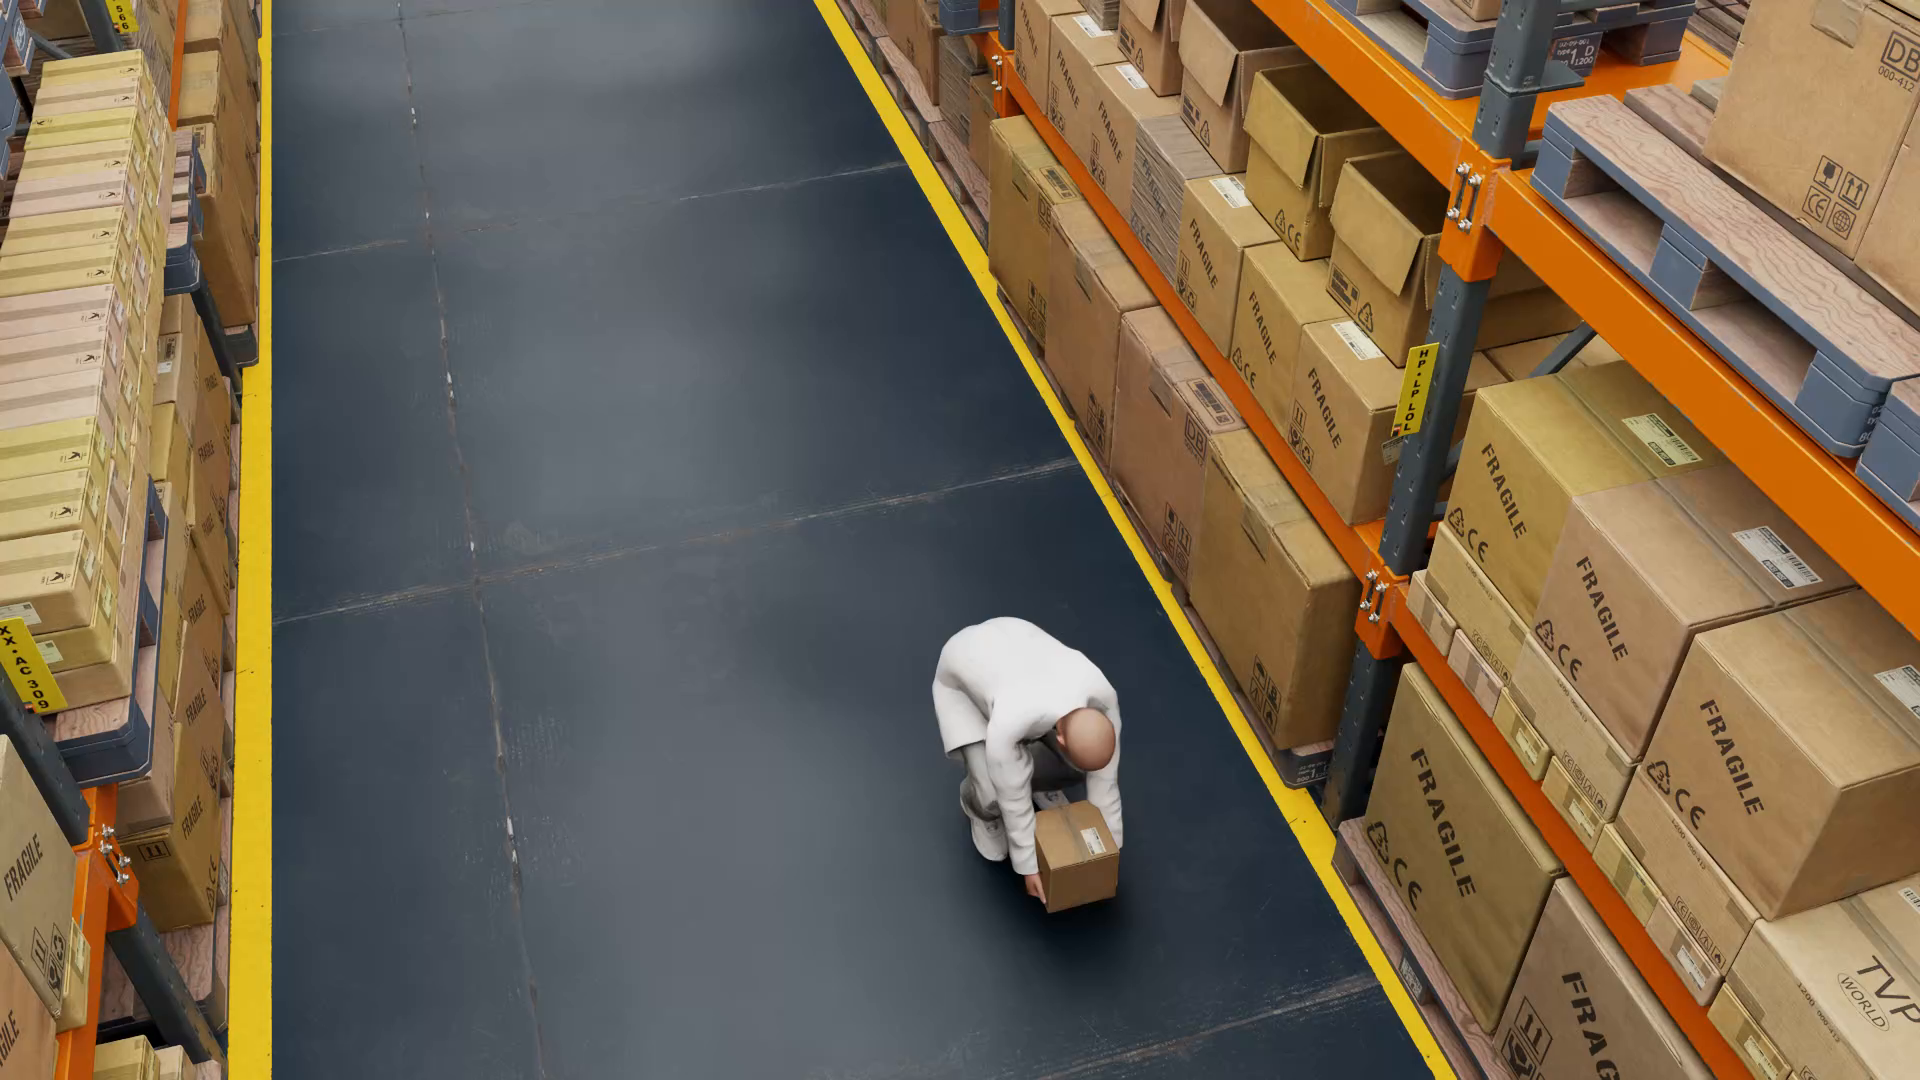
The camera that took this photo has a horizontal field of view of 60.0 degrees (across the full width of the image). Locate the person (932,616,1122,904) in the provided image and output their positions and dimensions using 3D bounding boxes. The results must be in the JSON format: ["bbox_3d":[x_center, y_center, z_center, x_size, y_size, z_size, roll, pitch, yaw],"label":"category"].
[{"bbox_3d":[0.252,0.763,5.923,0.587,0.969,0.954,-17,44,-18],"label":"person"}]
